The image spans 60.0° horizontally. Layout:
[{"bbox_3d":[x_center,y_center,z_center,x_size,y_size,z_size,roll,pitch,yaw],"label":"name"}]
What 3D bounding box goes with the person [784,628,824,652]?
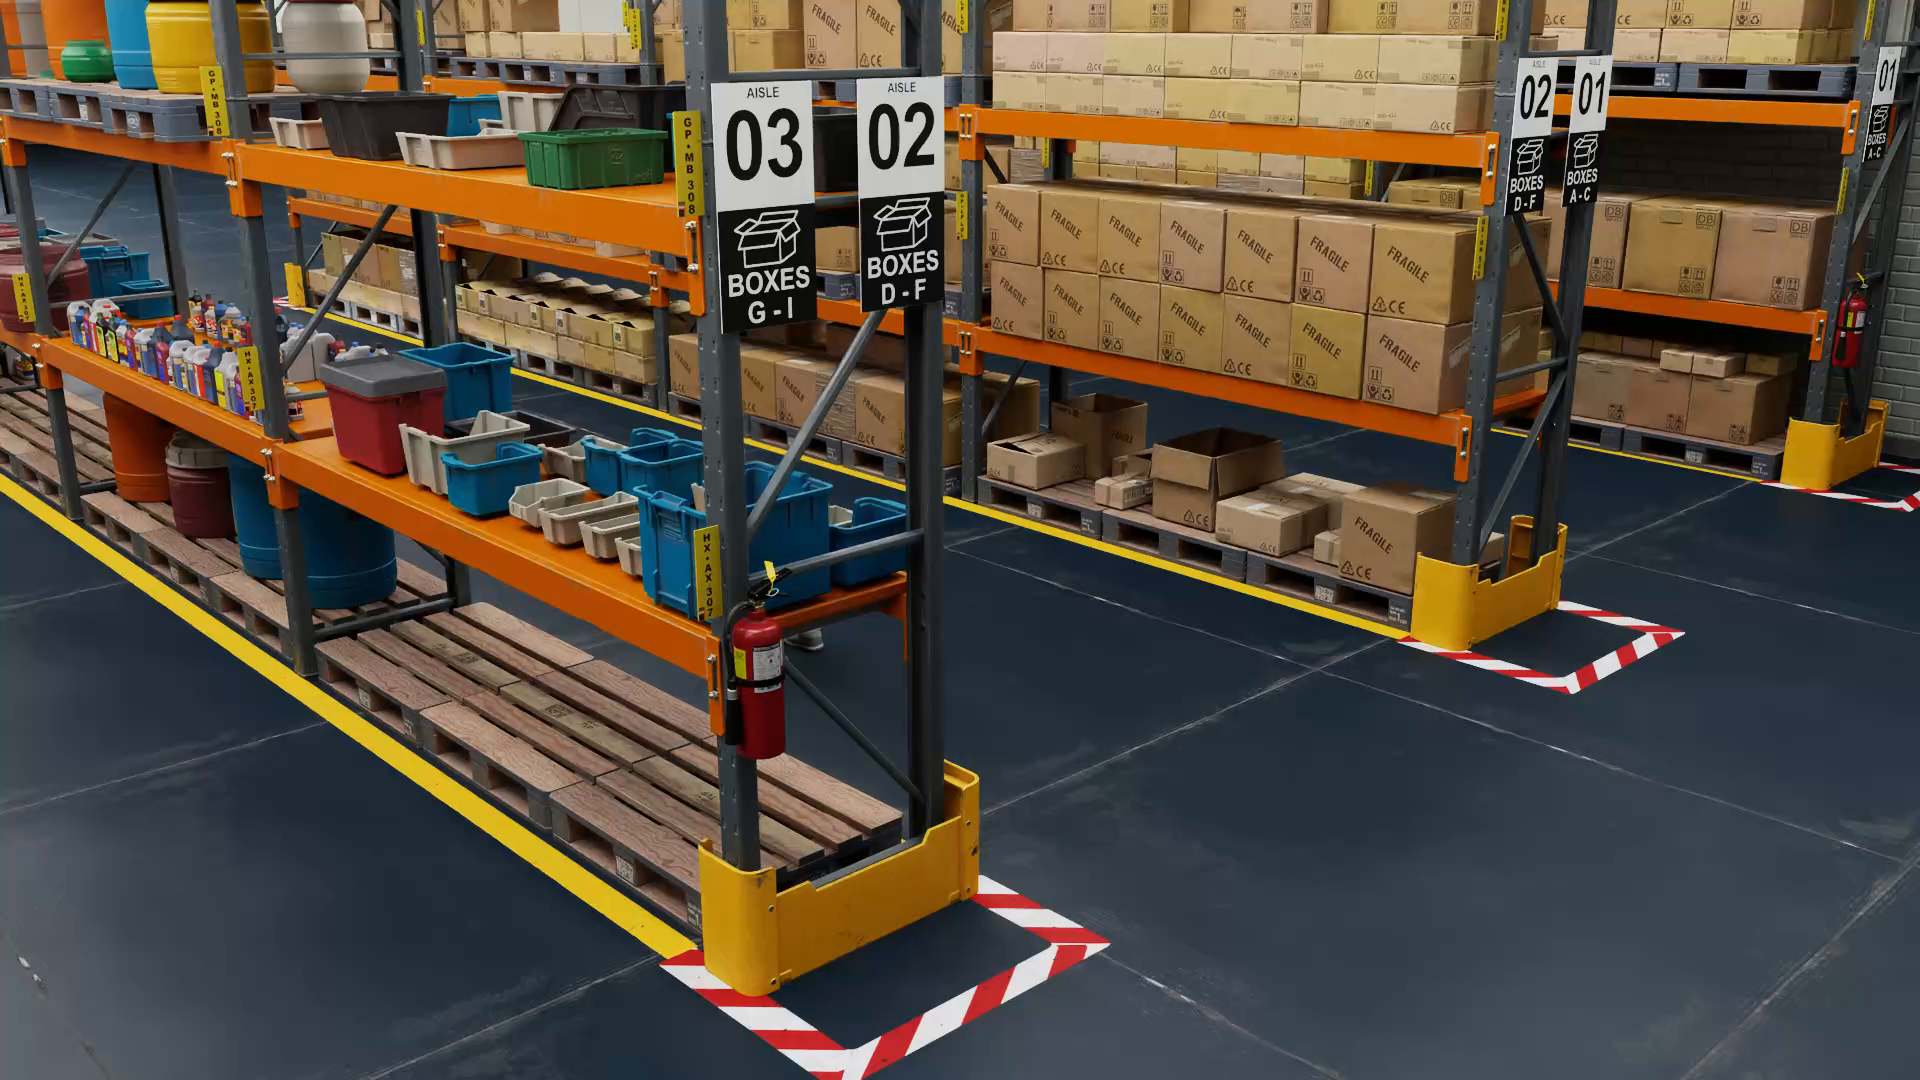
[{"bbox_3d":[-1.061,0.111,9.209,0.532,1.061,0.832,-16,23,-41],"label":"person"}]
